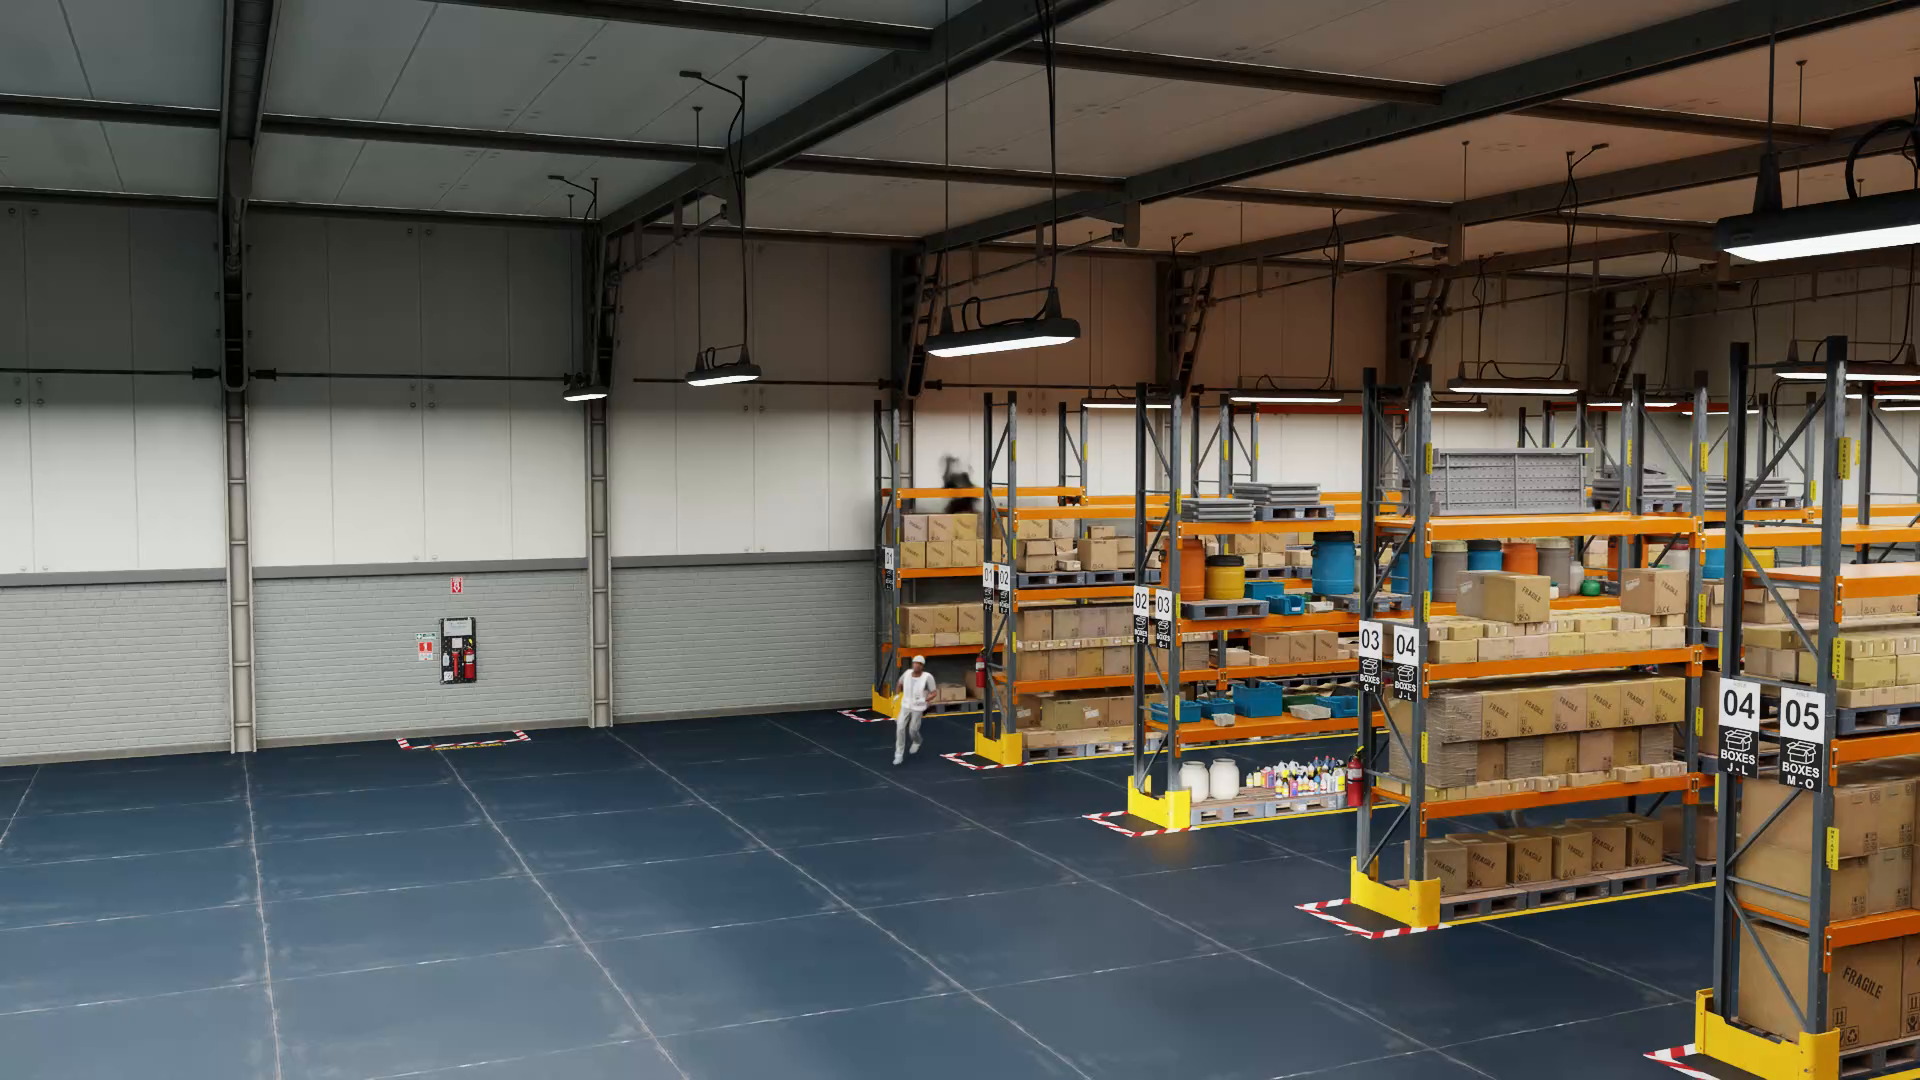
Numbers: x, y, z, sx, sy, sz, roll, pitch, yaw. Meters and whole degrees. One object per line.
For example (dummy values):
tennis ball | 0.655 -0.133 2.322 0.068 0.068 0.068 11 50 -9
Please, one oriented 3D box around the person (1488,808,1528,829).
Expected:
person | 6.951 3.094 21.038 0.635 1.664 0.550 -2 4 -32

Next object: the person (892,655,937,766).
person | -0.726 2.730 26.931 0.729 1.757 0.881 1 3 17
